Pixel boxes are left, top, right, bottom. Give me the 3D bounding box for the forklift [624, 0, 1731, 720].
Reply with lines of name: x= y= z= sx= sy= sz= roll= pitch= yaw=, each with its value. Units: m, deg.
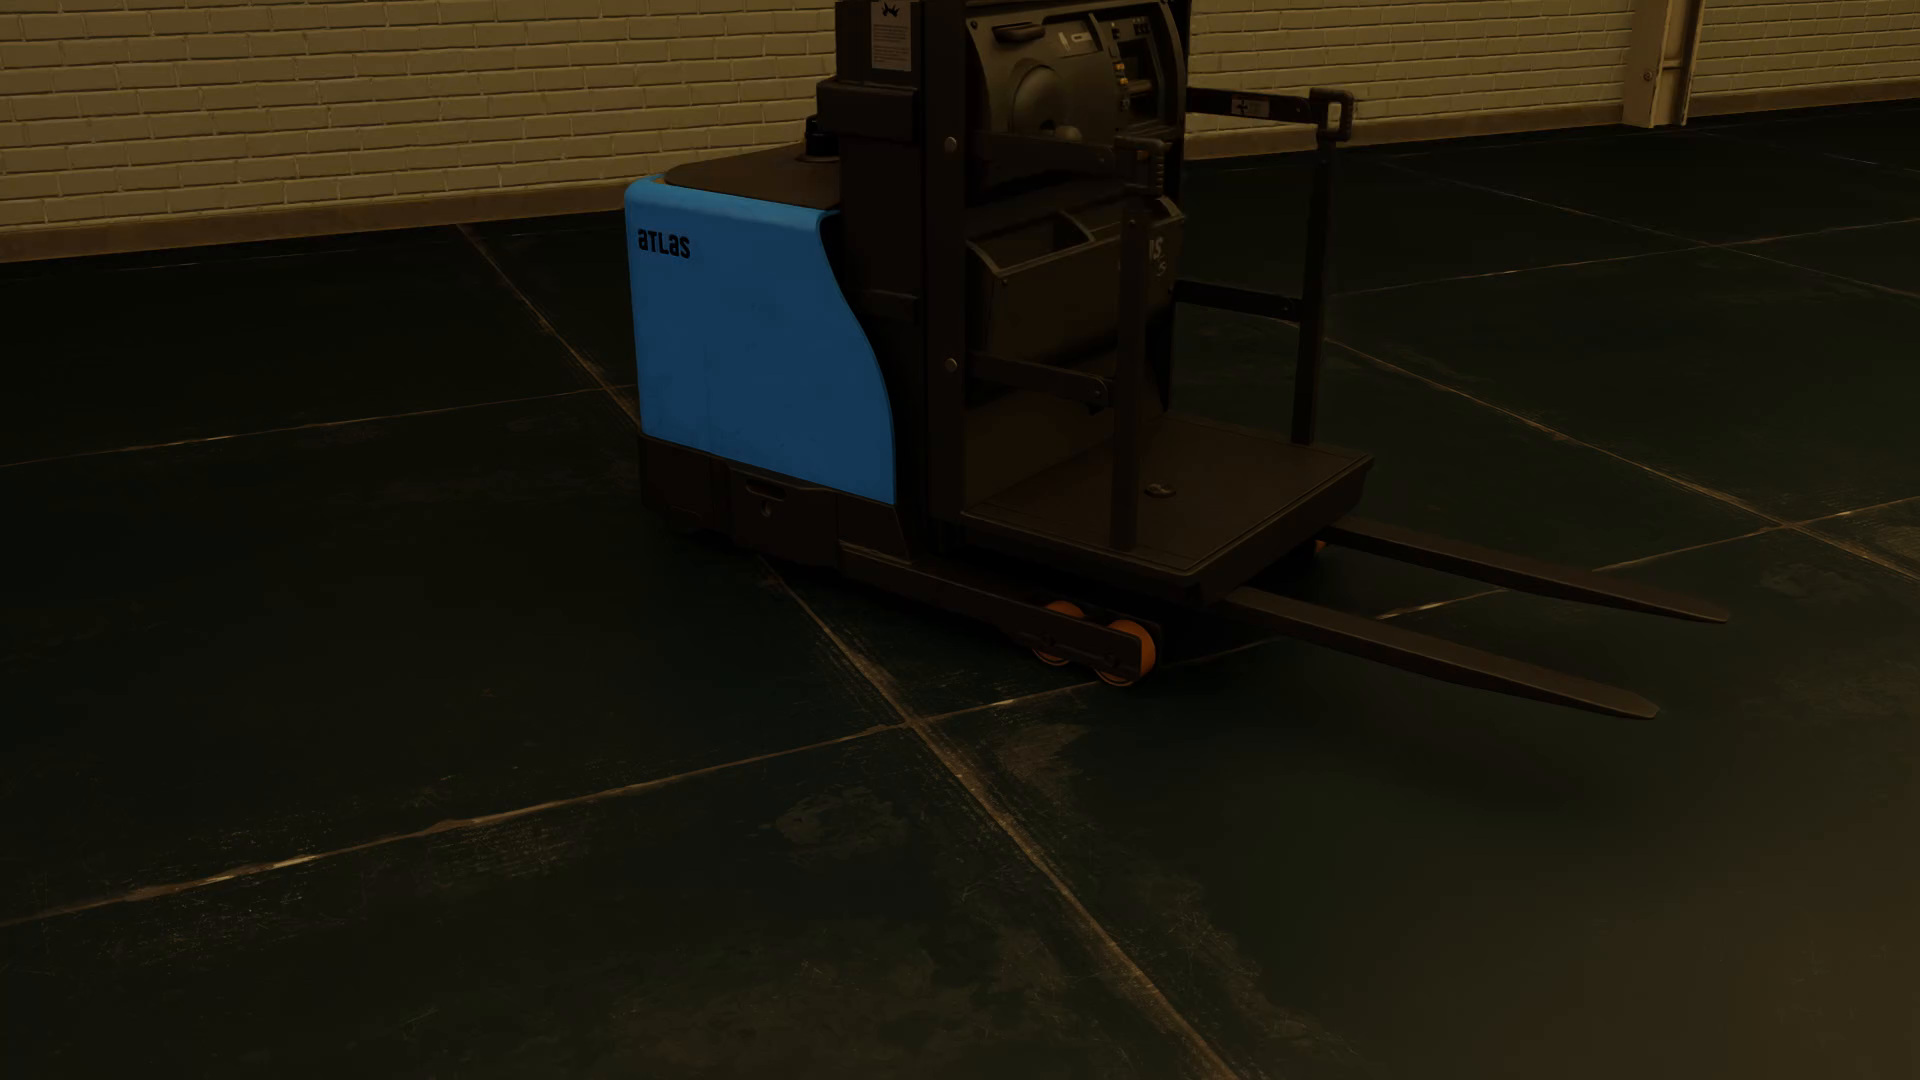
forklift: x=0.488 y=-1.213 z=4.206 sx=3.031 sy=2.935 sz=1.130 roll=16 pitch=27 yaw=34
